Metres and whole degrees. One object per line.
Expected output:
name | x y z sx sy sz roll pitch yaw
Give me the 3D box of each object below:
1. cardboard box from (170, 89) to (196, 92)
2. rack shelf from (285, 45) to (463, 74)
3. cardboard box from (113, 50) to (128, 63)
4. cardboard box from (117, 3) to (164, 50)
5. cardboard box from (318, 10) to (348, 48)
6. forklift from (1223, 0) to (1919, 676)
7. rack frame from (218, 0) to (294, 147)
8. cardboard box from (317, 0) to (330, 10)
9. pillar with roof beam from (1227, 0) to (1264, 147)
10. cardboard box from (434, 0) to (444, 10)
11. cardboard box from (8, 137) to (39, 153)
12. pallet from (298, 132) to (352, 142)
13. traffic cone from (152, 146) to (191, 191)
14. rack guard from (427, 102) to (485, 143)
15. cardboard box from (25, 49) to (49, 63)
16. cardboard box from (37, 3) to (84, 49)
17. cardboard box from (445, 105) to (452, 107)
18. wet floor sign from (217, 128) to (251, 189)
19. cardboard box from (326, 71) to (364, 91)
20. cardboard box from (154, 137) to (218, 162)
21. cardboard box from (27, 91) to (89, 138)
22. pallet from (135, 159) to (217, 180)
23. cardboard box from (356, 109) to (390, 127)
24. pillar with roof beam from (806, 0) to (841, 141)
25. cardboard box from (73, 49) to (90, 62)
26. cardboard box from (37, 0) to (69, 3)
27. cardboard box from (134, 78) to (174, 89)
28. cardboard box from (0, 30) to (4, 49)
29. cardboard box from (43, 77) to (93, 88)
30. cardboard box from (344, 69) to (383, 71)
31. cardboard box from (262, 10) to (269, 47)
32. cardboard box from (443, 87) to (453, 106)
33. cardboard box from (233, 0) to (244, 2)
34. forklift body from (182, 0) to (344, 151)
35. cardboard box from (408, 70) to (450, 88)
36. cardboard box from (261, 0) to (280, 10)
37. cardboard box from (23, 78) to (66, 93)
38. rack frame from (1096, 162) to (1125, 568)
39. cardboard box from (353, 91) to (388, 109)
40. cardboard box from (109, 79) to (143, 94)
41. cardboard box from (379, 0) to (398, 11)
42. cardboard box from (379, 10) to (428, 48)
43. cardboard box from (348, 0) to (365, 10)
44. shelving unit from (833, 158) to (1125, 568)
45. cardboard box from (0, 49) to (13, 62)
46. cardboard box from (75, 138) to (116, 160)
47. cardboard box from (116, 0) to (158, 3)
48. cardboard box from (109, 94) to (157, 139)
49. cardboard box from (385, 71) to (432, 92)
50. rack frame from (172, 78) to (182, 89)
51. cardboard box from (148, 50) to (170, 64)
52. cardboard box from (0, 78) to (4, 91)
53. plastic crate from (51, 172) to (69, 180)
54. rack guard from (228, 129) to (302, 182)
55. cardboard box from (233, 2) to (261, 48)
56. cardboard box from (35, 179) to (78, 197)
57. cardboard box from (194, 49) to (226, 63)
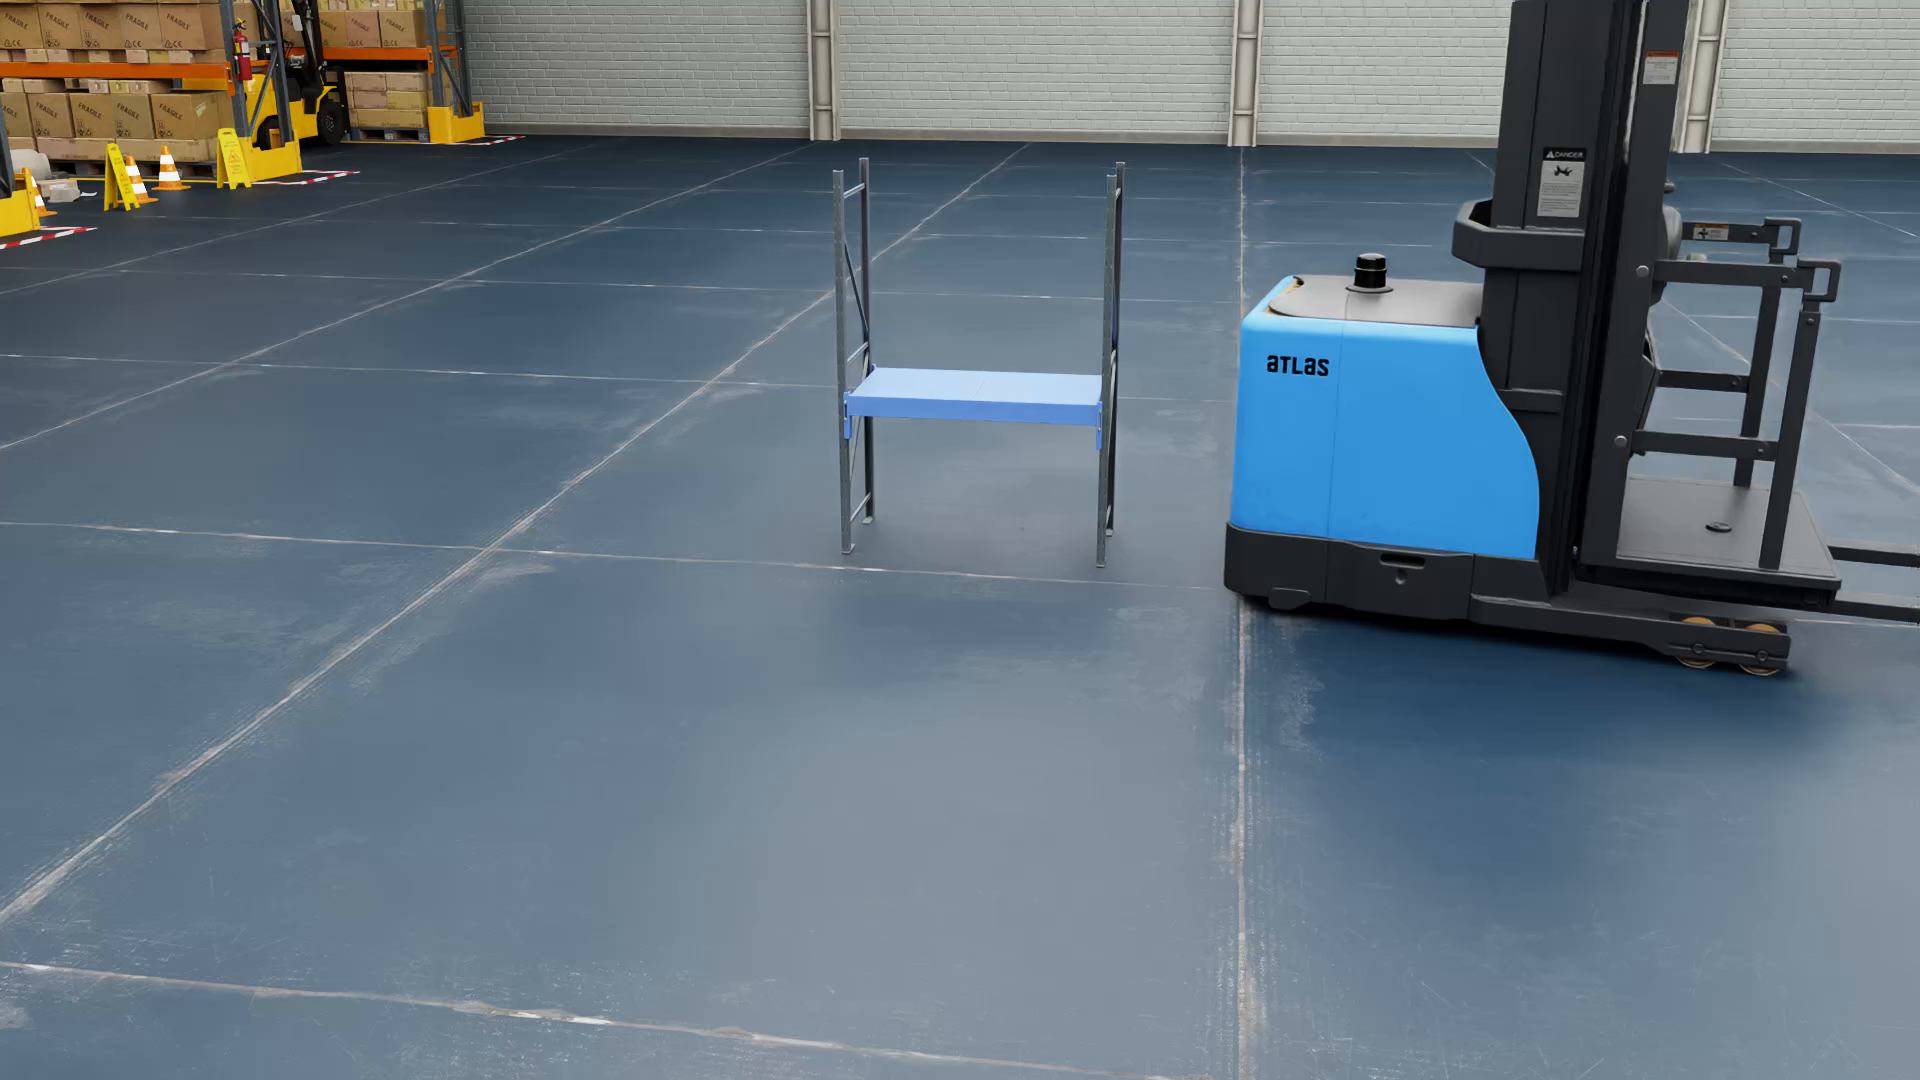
cardboard box | -9.418 -5.109 19.834 0.500 0.500 0.500 2 19 7
rack shelf | -9.316 -7.019 24.188 4.000 0.370 1.077 3 19 9
cardboard box | -9.535 -5.595 19.194 0.250 0.149 0.380 3 19 9
cardboard box | -9.198 -5.861 18.965 0.500 0.500 0.500 3 19 9
cardboard box | -8.885 -7.304 23.749 0.500 0.500 0.500 3 19 8
forklift | 2.538 -1.133 5.571 3.031 2.935 1.130 6 20 18
rack frame | -8.125 -5.705 19.125 0.127 3.000 1.000 3 19 9
cardboard box | -8.998 -7.601 23.614 0.250 0.149 0.380 3 19 9
pillar with roof beam | 3.280 -8.470 17.934 0.400 9.000 9.100 3 19 9
cardboard box | -7.635 -7.713 23.948 0.250 0.149 0.380 2 19 7
cardboard box | -11.005 -4.663 19.685 0.500 0.250 0.500 4 19 12
pallet | -9.304 -6.025 24.477 1.213 0.211 1.003 3 19 9
traffic cone | -8.754 -4.119 18.384 0.334 0.463 0.336 3 19 9
rack guard | -7.317 -6.073 24.166 0.348 0.500 1.175 3 19 9
cardboard box | -10.552 -5.603 19.218 0.250 0.149 0.380 3 19 9
cardboard box | -10.189 -5.918 19.138 0.500 0.500 0.500 3 19 9
cardboard box | -7.795 -6.241 24.400 0.500 0.250 0.500 3 19 9
wet floor sign | -8.107 -4.243 18.468 0.232 0.644 0.267 10 21 27
cardboard box | -8.850 -6.601 23.899 0.500 0.250 0.500 3 19 9
cardboard box | -8.989 -4.557 19.368 0.500 0.250 0.500 3 19 8
cardboard box | -10.492 -4.993 19.487 0.500 0.500 0.500 4 19 12
pallet | -8.996 -4.438 19.734 1.213 0.211 1.003 3 19 9
cardboard box | -8.344 -6.108 24.001 0.500 0.250 0.500 3 19 9
pillar with roof beam | -2.644 -8.772 18.837 0.400 9.000 9.100 3 19 9
cardboard box | -10.034 -5.620 19.269 0.250 0.149 0.380 3 19 9
cardboard box | -10.152 -6.414 19.044 0.500 0.500 0.700 3 19 8
cardboard box | -11.807 -6.557 24.753 0.625 0.625 0.875 4 19 11
cardboard box | -11.184 -5.967 19.283 0.500 0.500 0.500 3 19 8
cardboard box | -13.315 -6.636 24.988 0.625 0.625 0.875 2 19 6
cardboard box | -8.771 -6.765 24.391 0.500 0.250 0.500 3 19 8
cardboard box | -9.877 -7.358 23.910 0.500 0.500 0.500 3 19 8
cardboard box | -7.772 -6.481 24.329 0.500 0.250 0.500 3 19 10
cardboard box | -10.268 -7.665 23.805 0.250 0.149 0.380 3 19 10
forklift body | -9.503 -6.381 22.485 1.214 2.155 2.313 3 19 9
cardboard box | -7.785 -6.713 24.234 0.500 0.250 0.500 3 19 8
cardboard box | -9.758 -7.644 23.742 0.250 0.149 0.380 2 19 7
cardboard box | -10.646 -5.287 19.345 0.250 0.149 0.380 4 19 12
rack frame | 0.586 -0.681 6.476 0.032 1.500 0.500 3 19 9
cardboard box | -8.365 -6.347 23.930 0.500 0.250 0.500 3 19 8
cardboard box | -9.578 -5.233 19.182 0.250 0.149 0.380 3 19 10
cardboard box | -7.985 -7.548 23.455 0.250 0.149 0.380 3 19 10
cardboard box | -7.868 -7.250 23.585 0.500 0.500 0.500 3 19 7
cardboard box | -8.474 -7.596 23.599 0.250 0.149 0.380 3 19 8
shelving unit | 0.084 -0.707 6.552 1.048 1.500 0.538 3 19 9
cardboard box | -11.050 -5.647 19.348 0.250 0.149 0.380 3 19 10
cardboard box | -9.993 -4.609 19.523 0.500 0.250 0.500 2 19 7
cardboard box | -9.162 -6.352 18.859 0.500 0.500 0.700 3 19 9
cardboard box | -9.473 -4.939 19.327 0.500 0.500 0.500 4 19 11
cardboard box | -7.845 -6.555 23.761 0.500 0.250 0.500 4 19 10
rack frame | -11.290 -7.461 24.375 0.127 3.000 1.000 3 19 9
cardboard box | -9.045 -5.535 19.014 0.250 0.149 0.380 3 19 8
cardboard box | -11.420 -5.325 19.458 0.250 0.149 0.380 3 19 9
plastic crate | -10.654 -4.185 19.186 0.583 0.080 0.402 -3 19 -10
rack guard | -8.200 -4.523 19.533 0.348 0.500 1.175 3 19 9
cardboard box | -8.548 -6.004 19.393 0.500 0.500 0.500 3 19 8
cardboard box | -9.738 -3.786 17.883 0.250 0.149 0.380 14 23 37
cardboard box | -8.528 -5.537 19.021 0.250 0.149 0.380 4 19 10
